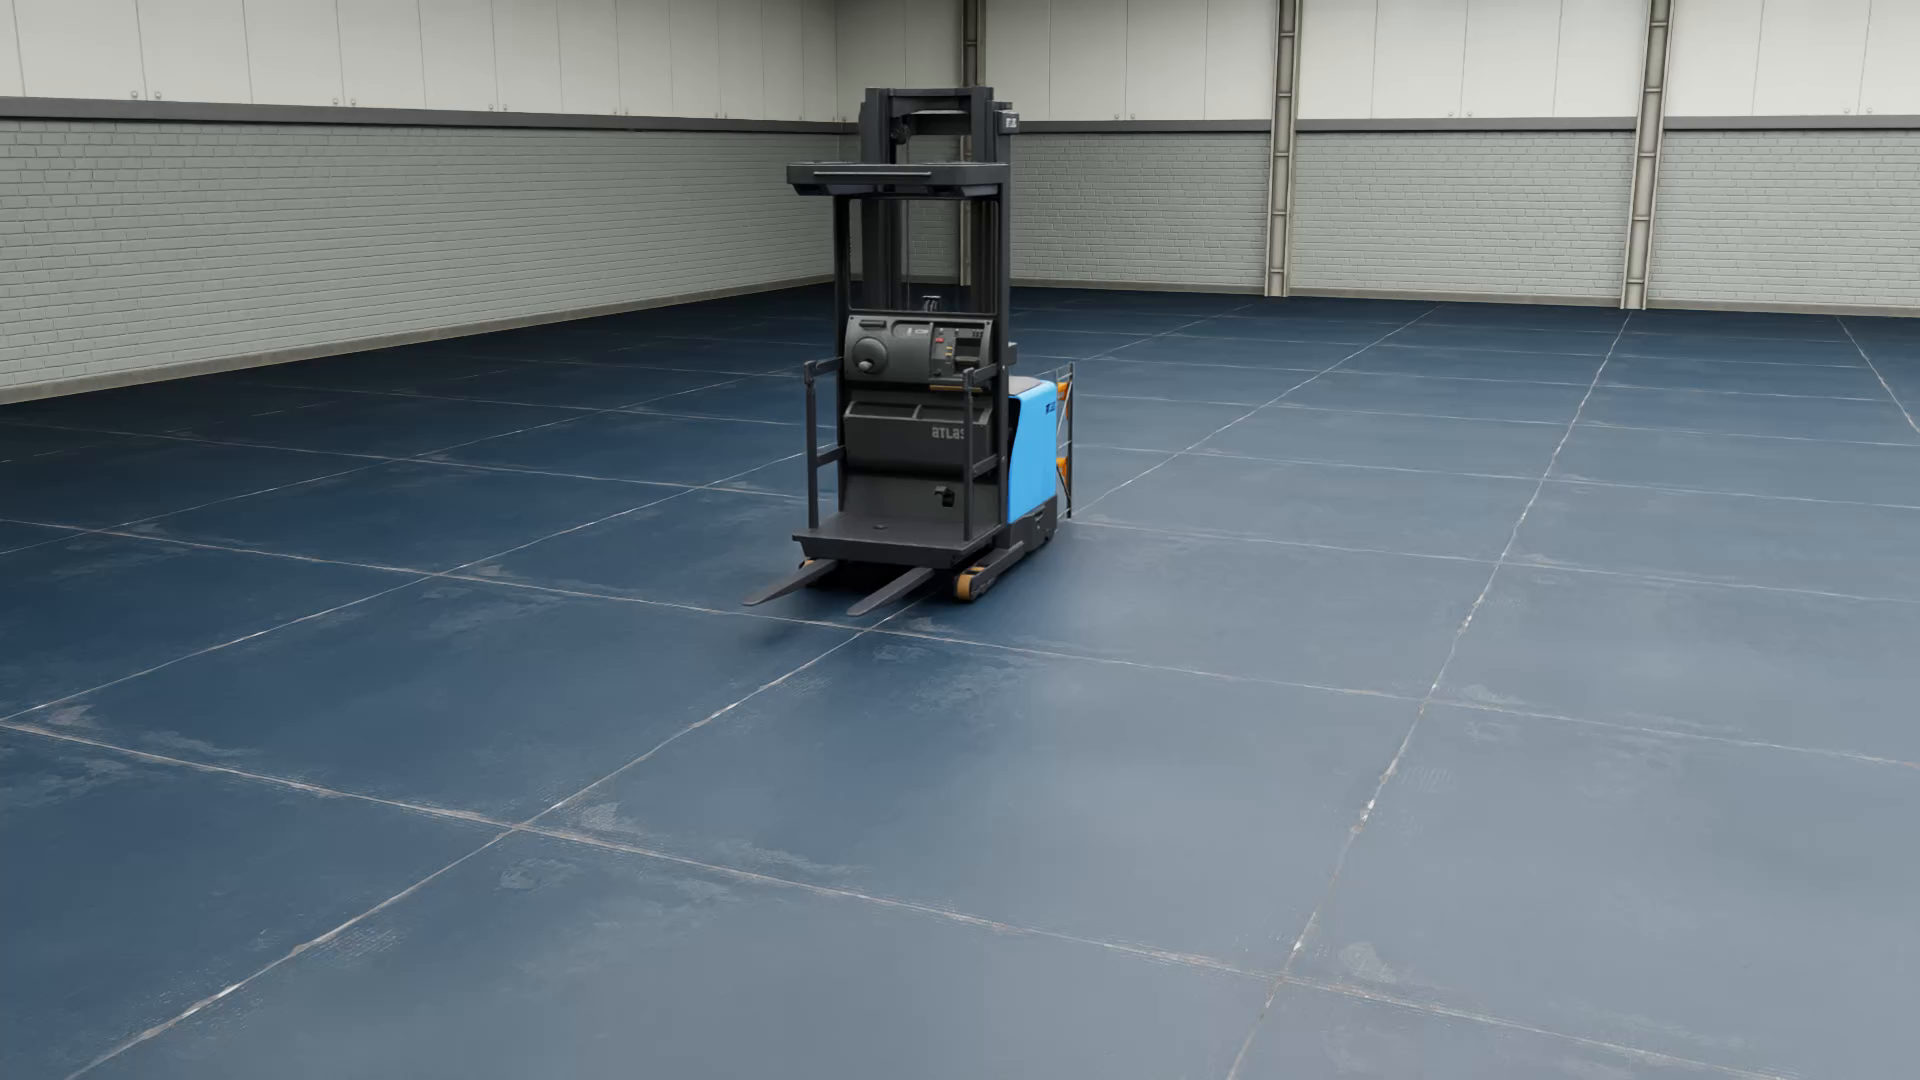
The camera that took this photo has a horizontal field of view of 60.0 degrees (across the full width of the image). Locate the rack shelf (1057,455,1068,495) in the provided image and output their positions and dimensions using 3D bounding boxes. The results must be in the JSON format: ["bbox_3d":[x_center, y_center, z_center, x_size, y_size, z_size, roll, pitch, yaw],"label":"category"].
[{"bbox_3d":[0.228,-0.445,11.758,1.000,0.278,0.538,4,14,18],"label":"rack shelf"}]

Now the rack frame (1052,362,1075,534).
[{"bbox_3d":[0.712,-0.647,11.548,0.032,1.125,0.500,4,14,18],"label":"rack frame"}]

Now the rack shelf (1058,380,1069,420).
[{"bbox_3d":[0.229,-0.968,11.636,1.000,0.278,0.538,4,14,18],"label":"rack shelf"}]

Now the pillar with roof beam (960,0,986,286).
[{"bbox_3d":[-1.496,-8.454,27.583,0.400,9.000,9.100,6,14,23],"label":"pillar with roof beam"}]

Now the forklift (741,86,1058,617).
[{"bbox_3d":[-0.327,-1.169,9.822,1.130,2.935,3.031,5,14,20],"label":"forklift"}]

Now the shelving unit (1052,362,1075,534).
[{"bbox_3d":[0.229,-0.683,11.703,1.048,1.125,0.538,4,14,18],"label":"shelving unit"}]

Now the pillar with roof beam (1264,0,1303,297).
[{"bbox_3d":[3.990,-7.898,25.217,0.400,9.000,9.100,6,14,23],"label":"pillar with roof beam"}]

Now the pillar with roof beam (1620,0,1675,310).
[{"bbox_3d":[9.476,-7.343,22.851,0.400,9.000,9.100,6,14,23],"label":"pillar with roof beam"}]
